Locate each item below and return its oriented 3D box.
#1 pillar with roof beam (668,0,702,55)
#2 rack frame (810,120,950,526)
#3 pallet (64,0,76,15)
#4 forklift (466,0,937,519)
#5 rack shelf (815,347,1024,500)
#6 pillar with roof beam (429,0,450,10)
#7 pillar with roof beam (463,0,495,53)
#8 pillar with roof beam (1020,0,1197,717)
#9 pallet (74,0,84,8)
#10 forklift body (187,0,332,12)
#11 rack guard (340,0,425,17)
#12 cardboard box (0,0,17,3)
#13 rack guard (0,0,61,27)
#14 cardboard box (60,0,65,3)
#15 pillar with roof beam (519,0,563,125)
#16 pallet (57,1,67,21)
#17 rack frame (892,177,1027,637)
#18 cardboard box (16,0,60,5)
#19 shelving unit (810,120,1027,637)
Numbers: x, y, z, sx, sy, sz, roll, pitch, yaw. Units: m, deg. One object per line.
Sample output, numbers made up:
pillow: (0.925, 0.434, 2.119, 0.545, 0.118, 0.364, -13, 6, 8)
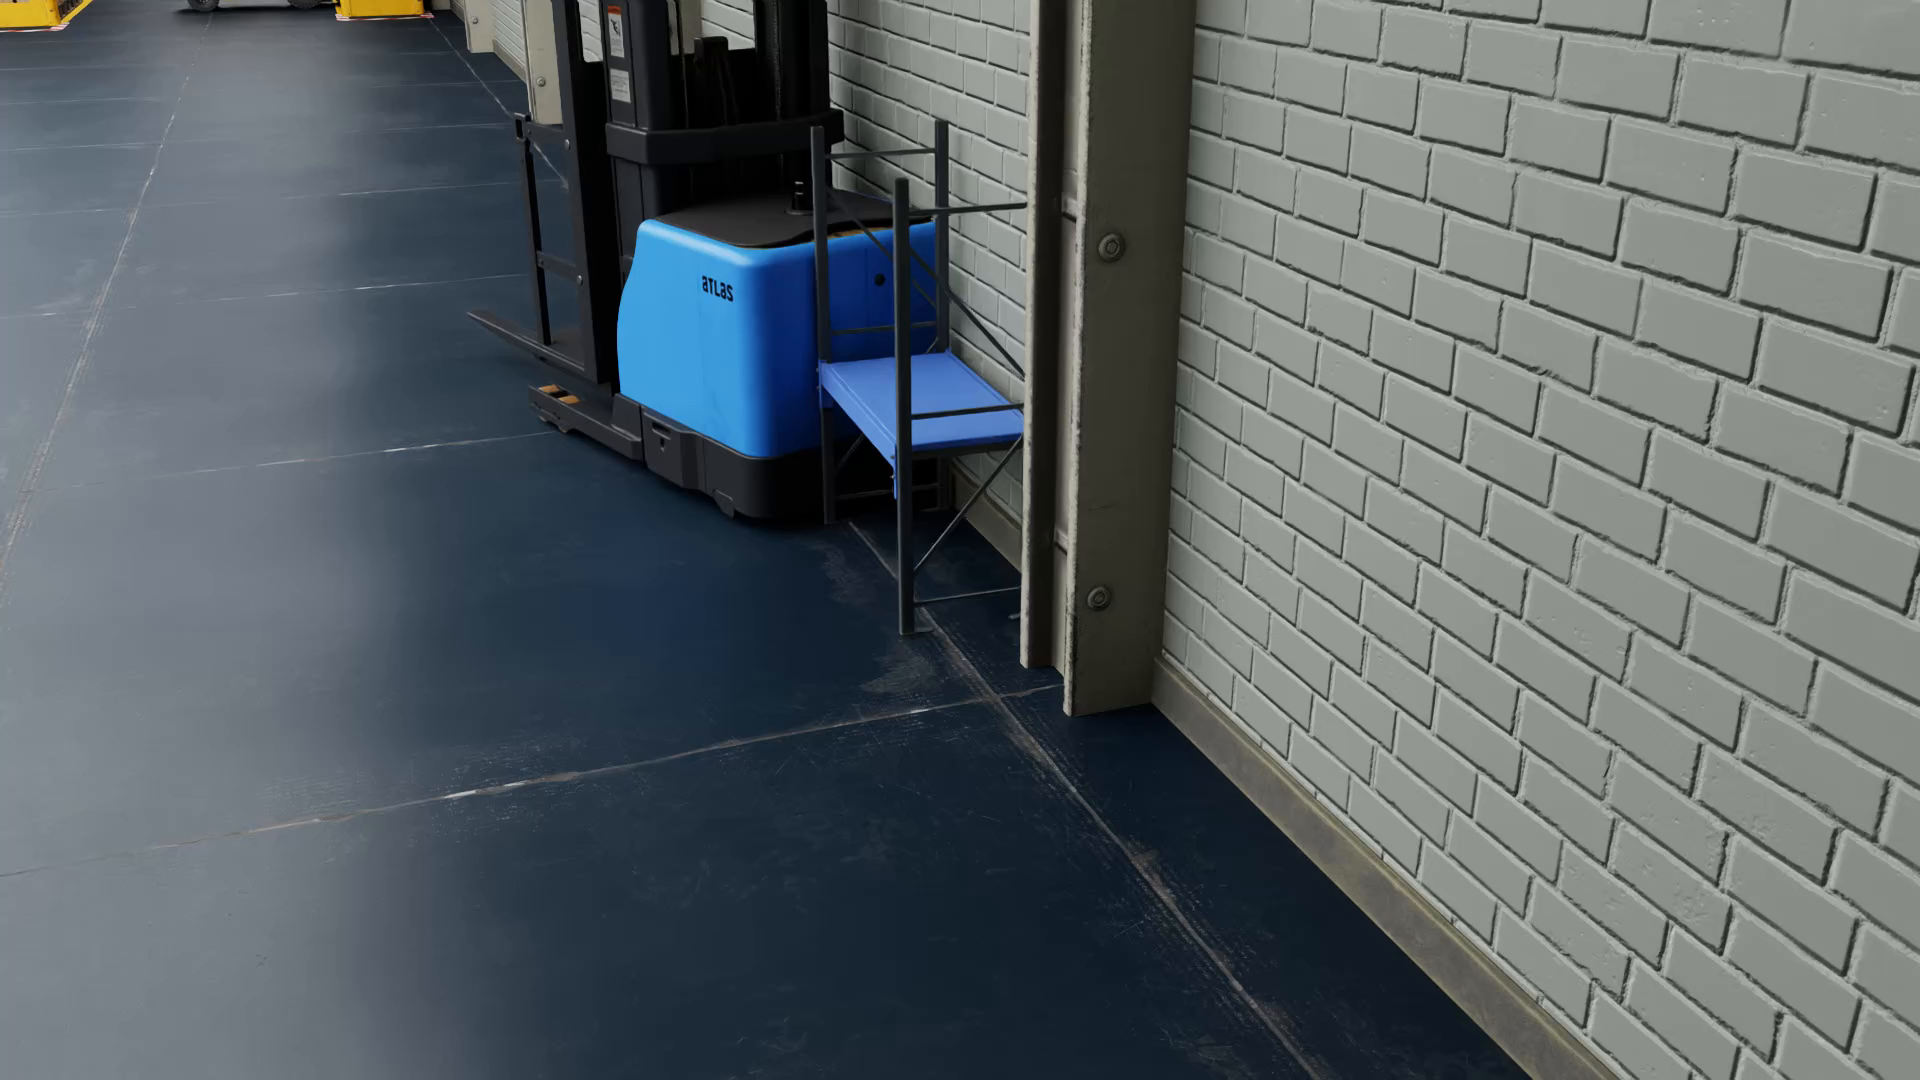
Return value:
pillar with roof beam: (-5.743, -5.297, 7.232, 9.100, 9.000, 0.400, -8, 24, -19)
rack frame: (-0.283, -0.782, 6.174, 0.500, 1.500, 0.032, -7, 24, -17)
pallet: (-14.022, -8.090, 25.172, 1.003, 0.211, 1.213, -8, 24, -19)
forklift: (-1.294, -1.932, 7.060, 1.130, 2.935, 3.031, -17, 28, -35)
rack shelf: (-0.121, -0.429, 5.800, 0.538, 0.185, 1.000, -7, 24, -17)
pillar with roof beam: (-12.102, -11.838, 22.749, 9.100, 9.000, 0.400, -8, 24, -19)
pillar with roof beam: (-9.982, -9.657, 17.577, 9.100, 9.000, 0.400, -8, 24, -19)
pillar with roof beam: (-3.623, -3.117, 2.059, 9.100, 9.000, 0.400, -8, 24, -19)
pallet: (-14.456, -8.534, 26.226, 1.003, 0.211, 1.213, -8, 24, -19)
forklift body: (-11.048, -9.335, 25.628, 2.313, 2.155, 1.214, -8, 24, -19)
rack guard: (-8.663, -8.126, 24.887, 1.175, 0.500, 0.348, -8, 24, -19)
cardboard box: (-13.859, -7.797, 23.886, 0.500, 0.250, 0.500, -8, 24, -19)
rack guard: (-13.340, -7.480, 23.354, 1.175, 0.500, 0.348, -8, 24, -19)
cardboard box: (-13.513, -8.049, 24.484, 0.500, 0.250, 0.500, -7, 24, -17)
pillar with roof beam: (-7.862, -7.477, 12.404, 9.100, 9.000, 0.400, -8, 24, -19)
pallet: (-13.594, -7.647, 24.122, 1.003, 0.211, 1.213, -8, 24, -19)
rack frame: (0.040, -0.408, 5.286, 0.500, 1.500, 0.032, -7, 24, -17)
cardboard box: (-13.340, -7.862, 24.041, 0.500, 0.250, 0.500, -9, 24, -19)
shelving unit: (-0.121, -0.595, 5.730, 0.538, 1.500, 1.048, -7, 24, -17)
